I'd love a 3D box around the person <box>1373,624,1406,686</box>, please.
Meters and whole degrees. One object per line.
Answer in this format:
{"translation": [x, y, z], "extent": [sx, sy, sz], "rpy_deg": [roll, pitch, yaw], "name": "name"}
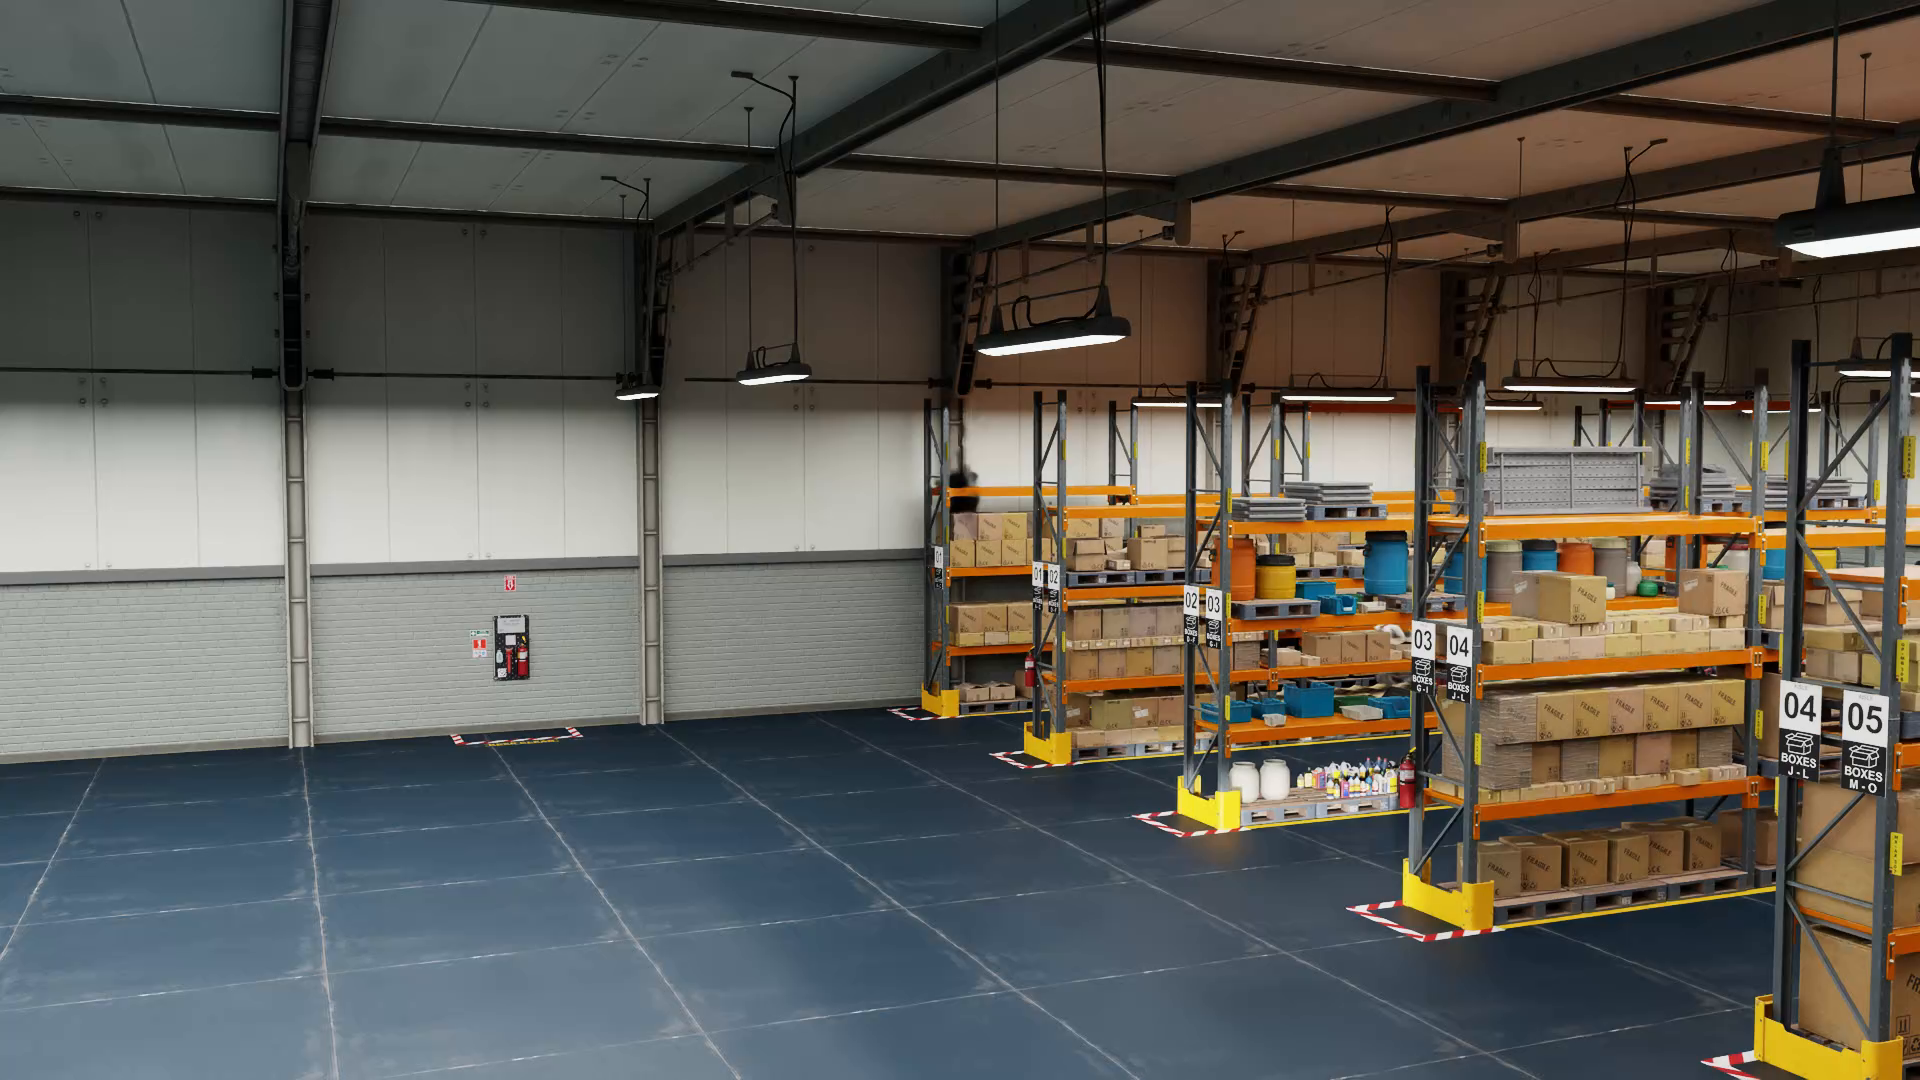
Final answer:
{"translation": [8.413, 2.336, 32.939], "extent": [0.835, 1.823, 0.701], "rpy_deg": [-2, 4, -28], "name": "person"}
